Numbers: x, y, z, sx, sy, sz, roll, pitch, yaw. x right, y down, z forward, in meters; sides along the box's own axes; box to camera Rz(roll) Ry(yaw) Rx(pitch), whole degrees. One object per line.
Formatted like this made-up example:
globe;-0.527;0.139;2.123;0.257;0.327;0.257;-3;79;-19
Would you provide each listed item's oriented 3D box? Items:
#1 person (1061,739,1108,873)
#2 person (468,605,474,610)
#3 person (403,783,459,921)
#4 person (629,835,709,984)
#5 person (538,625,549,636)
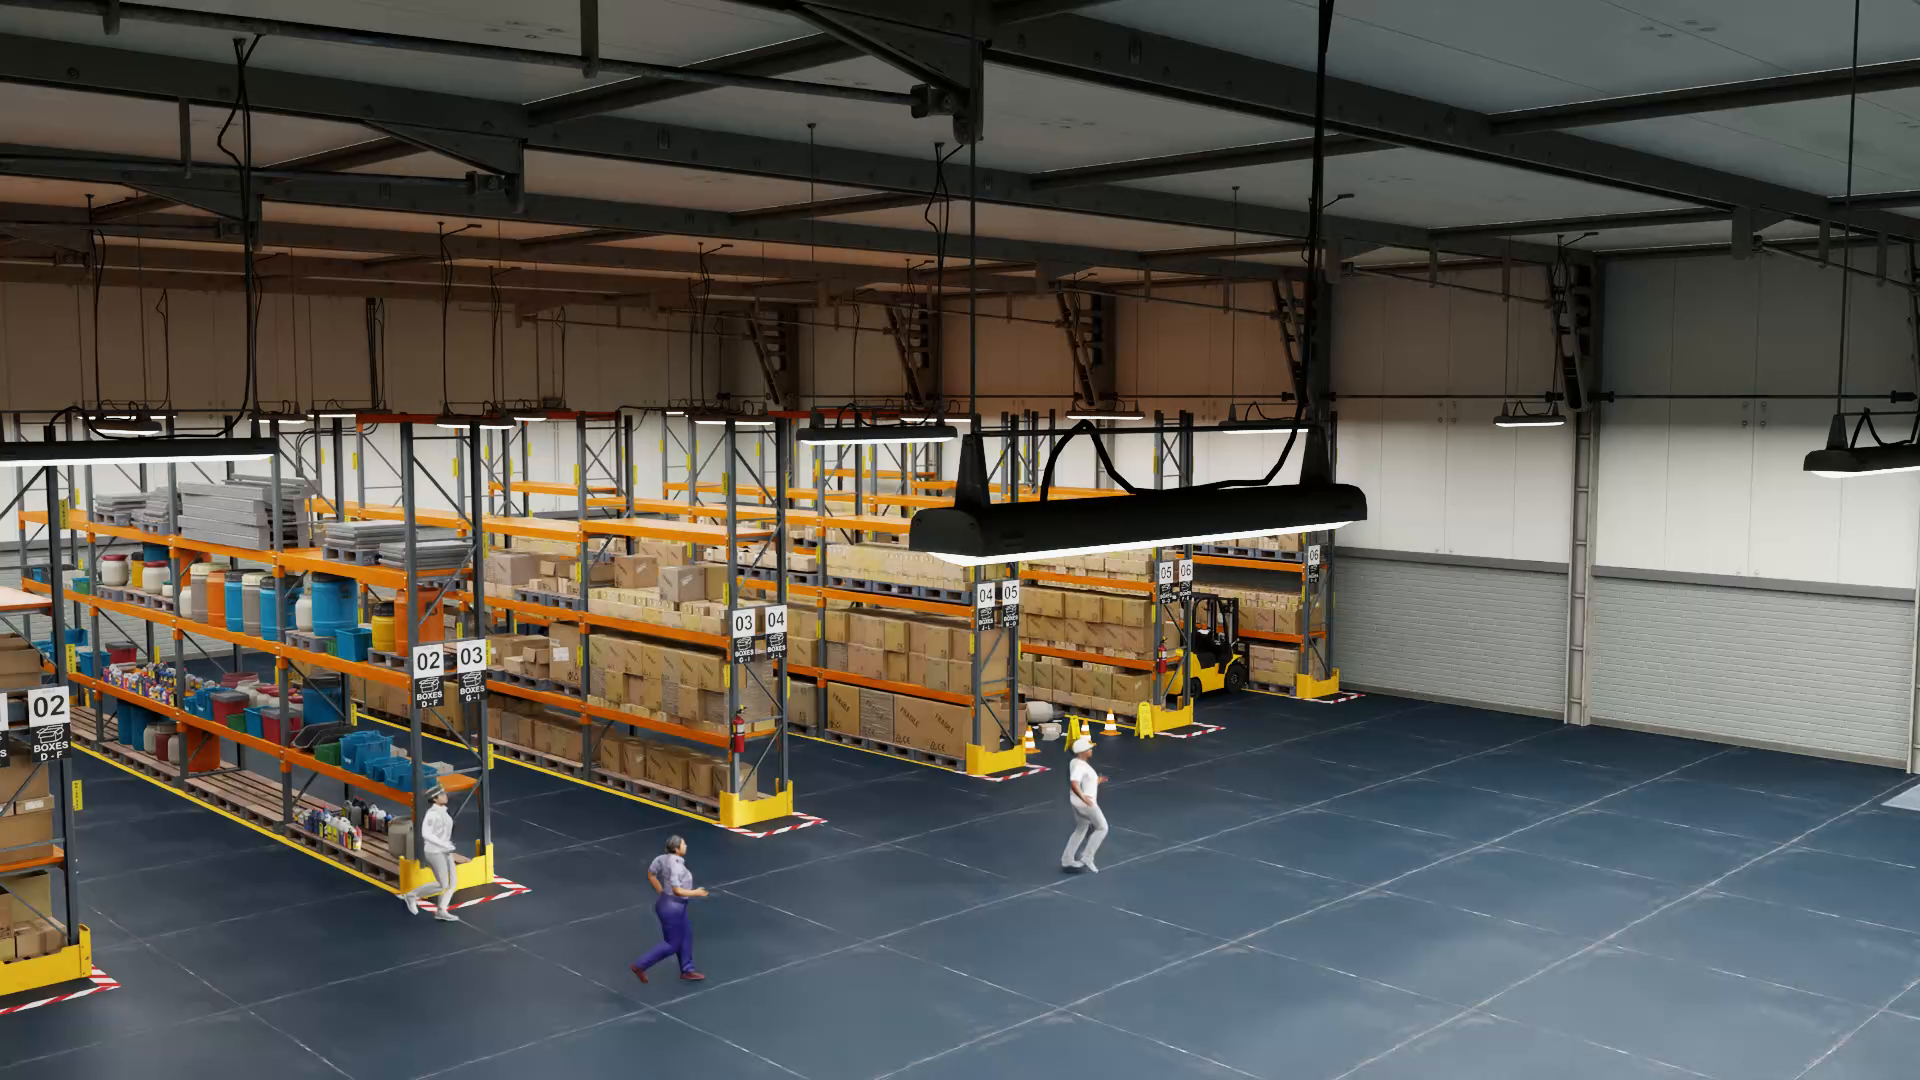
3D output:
person;1.685;3.538;22.132;0.687;1.803;0.675;-1;5;-15
person;-10.984;2.288;37.327;0.598;1.683;0.670;-4;6;-38
person;-6.381;3.768;20.126;0.630;1.666;0.637;0;5;-2
person;-3.139;3.974;17.798;0.886;1.638;0.592;-3;6;-27
person;-10.136;2.007;40.710;0.873;1.564;0.603;0;5;5
